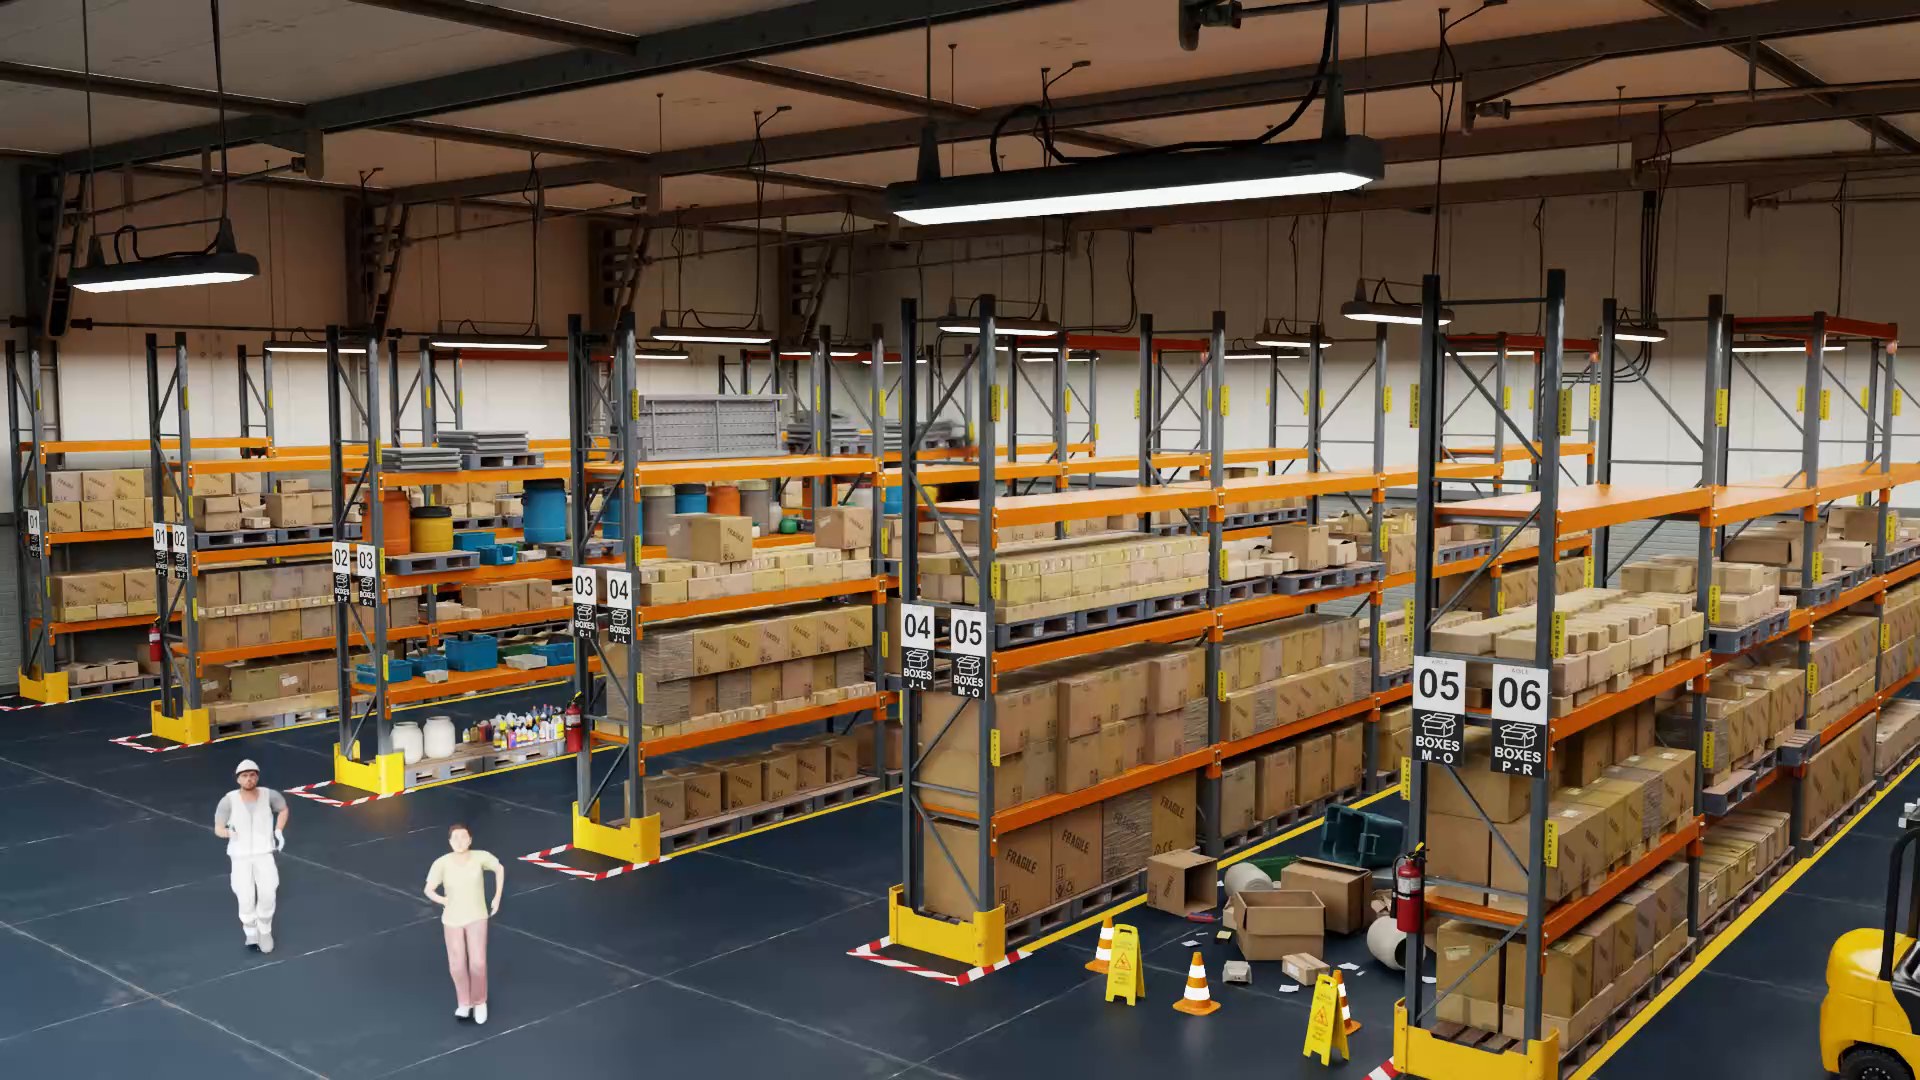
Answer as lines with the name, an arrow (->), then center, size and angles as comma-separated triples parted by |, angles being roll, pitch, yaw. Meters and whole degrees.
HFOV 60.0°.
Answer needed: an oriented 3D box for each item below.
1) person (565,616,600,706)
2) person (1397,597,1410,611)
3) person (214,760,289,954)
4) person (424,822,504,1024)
person -> -6.166, 1.849, 27.210 | 0.674, 1.735, 0.624 | 3, 6, 30
person -> 7.362, 1.840, 27.417 | 0.623, 1.819, 0.921 | 4, 7, 38
person -> -6.470, 2.912, 15.230 | 0.634, 1.795, 0.655 | -2, 6, -24
person -> -4.027, 3.118, 13.511 | 0.612, 1.659, 0.639 | -1, 5, -12
